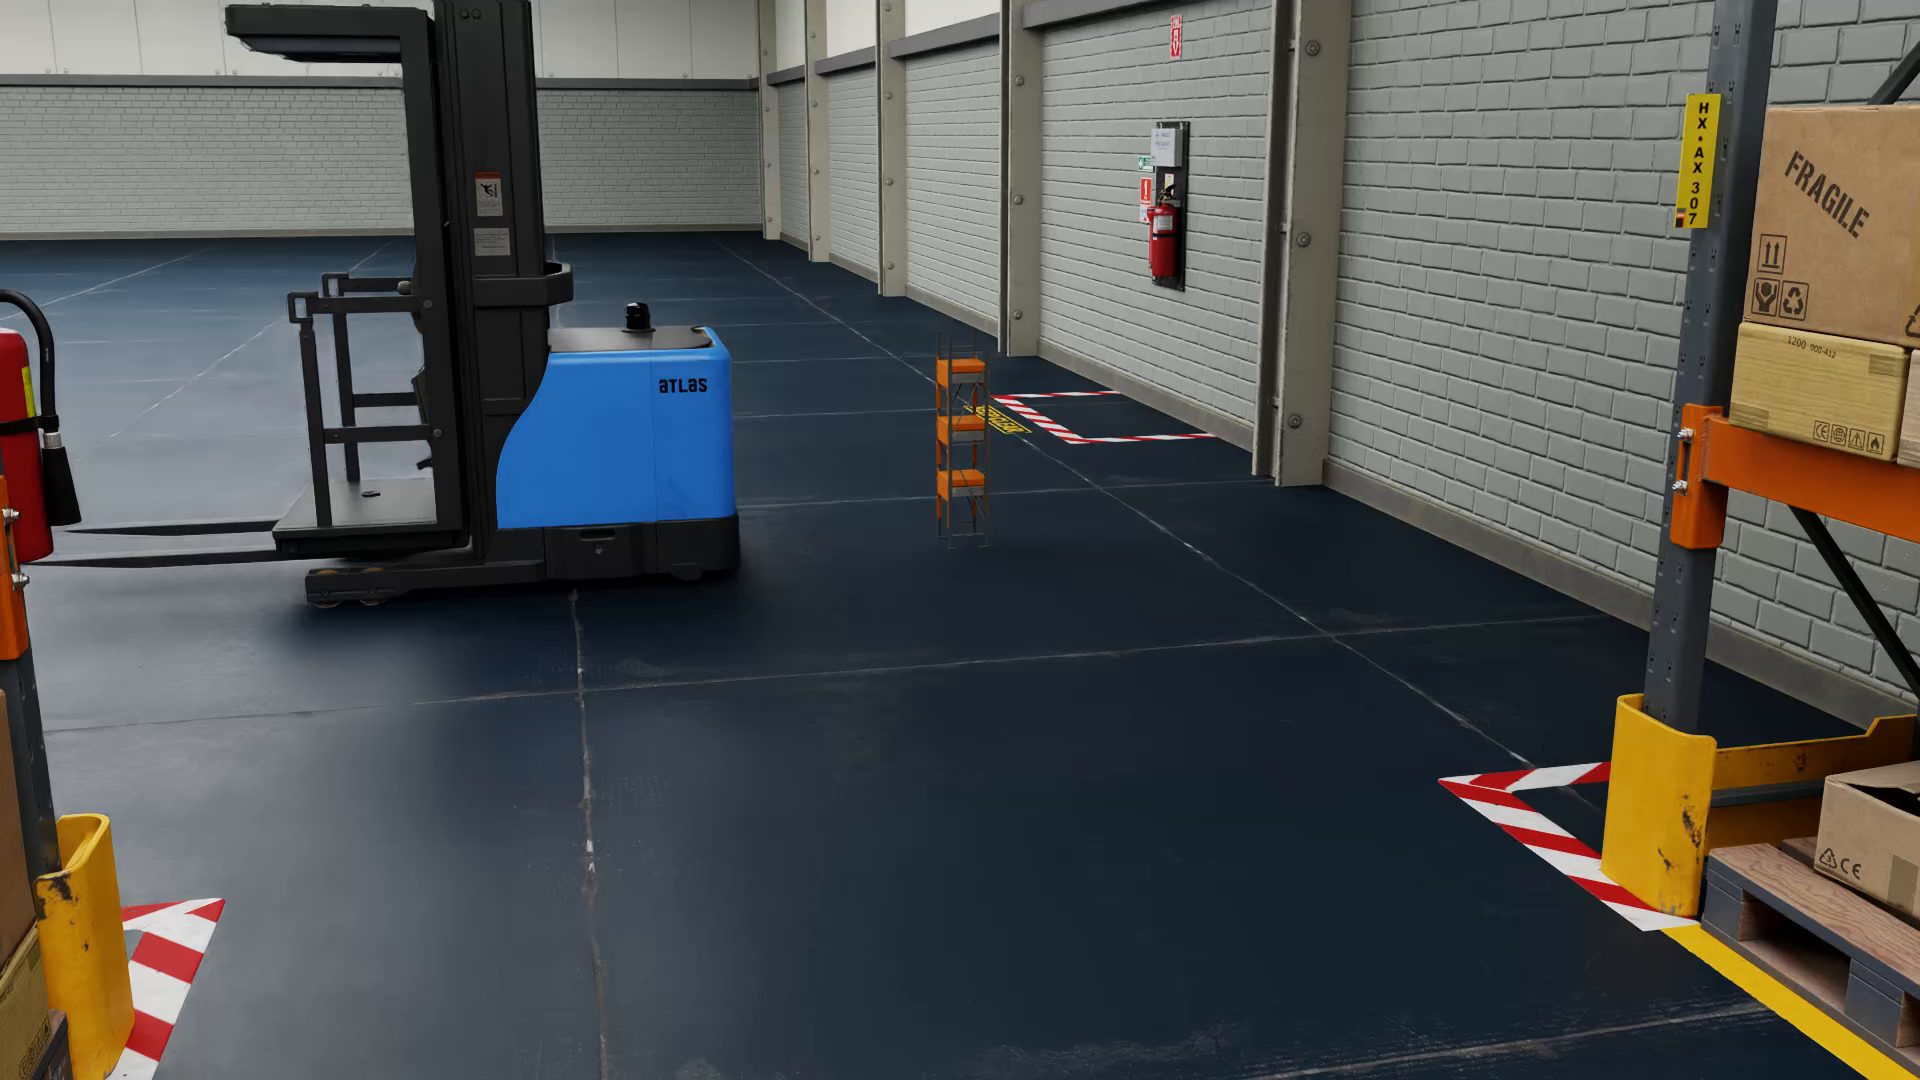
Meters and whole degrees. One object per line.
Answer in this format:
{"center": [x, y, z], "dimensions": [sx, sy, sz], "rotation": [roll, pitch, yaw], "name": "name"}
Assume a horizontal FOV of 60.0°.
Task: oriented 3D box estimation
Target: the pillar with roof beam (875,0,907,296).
{"center": [-5.040, -7.266, 19.207], "dimensions": [9.100, 9.000, 0.400], "rotation": [-3, 14, -13], "name": "pillar with roof beam"}

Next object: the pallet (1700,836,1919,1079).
{"center": [2.541, 1.009, 3.853], "dimensions": [1.003, 0.211, 1.213], "rotation": [-3, 14, -13], "name": "pallet"}

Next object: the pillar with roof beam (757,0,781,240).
{"center": [-7.858, -10.034, 30.539], "dimensions": [9.100, 9.000, 0.400], "rotation": [-3, 14, -13], "name": "pillar with roof beam"}

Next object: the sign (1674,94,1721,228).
{"center": [1.840, -0.943, 4.142], "dimensions": [0.100, 0.325, 0.005], "rotation": [-3, 14, -13], "name": "sign"}

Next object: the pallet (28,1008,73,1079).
{"center": [-2.227, 1.253, 2.853], "dimensions": [1.003, 0.211, 1.213], "rotation": [-3, 14, -13], "name": "pallet"}

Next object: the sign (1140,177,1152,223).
{"center": [1.390, -2.546, 12.454], "dimensions": [0.001, 0.329, 0.234], "rotation": [-3, 14, -13], "name": "sign"}

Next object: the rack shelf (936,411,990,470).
{"center": [0.013, -0.487, 8.254], "dimensions": [0.215, 0.259, 0.240], "rotation": [-3, 14, -13], "name": "rack shelf"}

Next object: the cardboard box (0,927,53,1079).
{"center": [-2.034, 0.963, 3.072], "dimensions": [0.500, 0.250, 0.500], "rotation": [-3, 14, -13], "name": "cardboard box"}

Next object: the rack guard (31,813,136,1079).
{"center": [-2.453, 0.933, 3.554], "dimensions": [1.175, 0.500, 0.348], "rotation": [-3, 14, -13], "name": "rack guard"}

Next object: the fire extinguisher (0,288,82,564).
{"center": [-2.024, -0.291, 3.462], "dimensions": [0.296, 0.674, 0.183], "rotation": [-3, 14, -13], "name": "fire extinguisher"}

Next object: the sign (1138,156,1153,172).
{"center": [1.383, -2.802, 12.385], "dimensions": [0.001, 0.109, 0.331], "rotation": [-3, 14, -13], "name": "sign"}

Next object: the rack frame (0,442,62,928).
{"center": [-2.447, -0.276, 3.235], "dimensions": [1.000, 3.000, 0.127], "rotation": [-3, 14, -13], "name": "rack frame"}

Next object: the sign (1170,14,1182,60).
{"center": [1.515, -3.529, 11.668], "dimensions": [0.001, 0.298, 0.199], "rotation": [-3, 14, -13], "name": "sign"}

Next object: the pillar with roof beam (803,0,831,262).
{"center": [-6.449, -8.650, 24.873], "dimensions": [9.100, 9.000, 0.400], "rotation": [-3, 14, -13], "name": "pillar with roof beam"}

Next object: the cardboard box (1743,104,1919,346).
{"center": [2.187, -0.727, 3.776], "dimensions": [0.500, 0.500, 0.500], "rotation": [-3, 14, -13], "name": "cardboard box"}

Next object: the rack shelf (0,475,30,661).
{"center": [-1.978, 0.535, 1.432], "dimensions": [1.077, 0.370, 4.000], "rotation": [-3, 14, -13], "name": "rack shelf"}

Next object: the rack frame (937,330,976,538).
{"center": [-0.016, -0.526, 8.367], "dimensions": [0.200, 1.050, 0.008], "rotation": [-3, 14, -13], "name": "rack frame"}

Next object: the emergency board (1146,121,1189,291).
{"center": [1.420, -2.396, 11.913], "dimensions": [0.194, 1.169, 0.643], "rotation": [-3, 14, -13], "name": "emergency board"}

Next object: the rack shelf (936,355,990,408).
{"center": [0.013, -0.763, 8.187], "dimensions": [0.215, 0.259, 0.240], "rotation": [-3, 14, -13], "name": "rack shelf"}

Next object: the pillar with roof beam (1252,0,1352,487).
{"center": [-2.222, -4.498, 7.876], "dimensions": [9.100, 9.000, 0.400], "rotation": [-3, 14, -13], "name": "pillar with roof beam"}

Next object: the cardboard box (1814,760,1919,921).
{"center": [2.442, 0.704, 3.962], "dimensions": [0.500, 0.311, 0.500], "rotation": [-5, 15, -20], "name": "cardboard box"}

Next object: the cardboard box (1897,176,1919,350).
{"center": [2.293, -0.612, 3.307], "dimensions": [0.500, 0.500, 0.500], "rotation": [-3, 14, -13], "name": "cardboard box"}

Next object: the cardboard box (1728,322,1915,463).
{"center": [2.173, -0.359, 3.851], "dimensions": [0.500, 0.250, 0.500], "rotation": [-4, 14, -15], "name": "cardboard box"}

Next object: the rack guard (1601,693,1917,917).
{"center": [2.385, 0.679, 4.593], "dimensions": [1.175, 0.500, 0.348], "rotation": [-3, 14, -13], "name": "rack guard"}

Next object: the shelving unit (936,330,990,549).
{"center": [0.013, -0.498, 8.252], "dimensions": [0.215, 1.050, 0.252], "rotation": [-3, 14, -13], "name": "shelving unit"}

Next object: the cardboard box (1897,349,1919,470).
{"center": [2.309, -0.240, 3.364], "dimensions": [0.500, 0.250, 0.500], "rotation": [-4, 14, -15], "name": "cardboard box"}

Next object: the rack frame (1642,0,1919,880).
{"center": [2.367, -0.553, 4.369], "dimensions": [1.000, 3.000, 0.127], "rotation": [-3, 14, -13], "name": "rack frame"}

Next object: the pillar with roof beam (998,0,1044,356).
{"center": [-3.631, -5.882, 13.542], "dimensions": [9.100, 9.000, 0.400], "rotation": [-3, 14, -13], "name": "pillar with roof beam"}

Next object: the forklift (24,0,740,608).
{"center": [-2.587, -1.265, 7.428], "dimensions": [3.031, 2.935, 1.130], "rotation": [-3, 14, -12], "name": "forklift"}

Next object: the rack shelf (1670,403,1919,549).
{"center": [2.837, 0.258, 2.565], "dimensions": [1.077, 0.370, 4.000], "rotation": [-3, 14, -13], "name": "rack shelf"}

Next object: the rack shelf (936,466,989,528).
{"center": [0.013, -0.217, 8.320], "dimensions": [0.215, 0.259, 0.240], "rotation": [-3, 14, -13], "name": "rack shelf"}

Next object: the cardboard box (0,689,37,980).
{"center": [-2.032, 0.599, 2.984], "dimensions": [0.500, 0.500, 0.500], "rotation": [-3, 14, -13], "name": "cardboard box"}

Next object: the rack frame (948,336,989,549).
{"center": [0.041, -0.470, 8.137], "dimensions": [0.200, 1.050, 0.008], "rotation": [-3, 14, -13], "name": "rack frame"}
